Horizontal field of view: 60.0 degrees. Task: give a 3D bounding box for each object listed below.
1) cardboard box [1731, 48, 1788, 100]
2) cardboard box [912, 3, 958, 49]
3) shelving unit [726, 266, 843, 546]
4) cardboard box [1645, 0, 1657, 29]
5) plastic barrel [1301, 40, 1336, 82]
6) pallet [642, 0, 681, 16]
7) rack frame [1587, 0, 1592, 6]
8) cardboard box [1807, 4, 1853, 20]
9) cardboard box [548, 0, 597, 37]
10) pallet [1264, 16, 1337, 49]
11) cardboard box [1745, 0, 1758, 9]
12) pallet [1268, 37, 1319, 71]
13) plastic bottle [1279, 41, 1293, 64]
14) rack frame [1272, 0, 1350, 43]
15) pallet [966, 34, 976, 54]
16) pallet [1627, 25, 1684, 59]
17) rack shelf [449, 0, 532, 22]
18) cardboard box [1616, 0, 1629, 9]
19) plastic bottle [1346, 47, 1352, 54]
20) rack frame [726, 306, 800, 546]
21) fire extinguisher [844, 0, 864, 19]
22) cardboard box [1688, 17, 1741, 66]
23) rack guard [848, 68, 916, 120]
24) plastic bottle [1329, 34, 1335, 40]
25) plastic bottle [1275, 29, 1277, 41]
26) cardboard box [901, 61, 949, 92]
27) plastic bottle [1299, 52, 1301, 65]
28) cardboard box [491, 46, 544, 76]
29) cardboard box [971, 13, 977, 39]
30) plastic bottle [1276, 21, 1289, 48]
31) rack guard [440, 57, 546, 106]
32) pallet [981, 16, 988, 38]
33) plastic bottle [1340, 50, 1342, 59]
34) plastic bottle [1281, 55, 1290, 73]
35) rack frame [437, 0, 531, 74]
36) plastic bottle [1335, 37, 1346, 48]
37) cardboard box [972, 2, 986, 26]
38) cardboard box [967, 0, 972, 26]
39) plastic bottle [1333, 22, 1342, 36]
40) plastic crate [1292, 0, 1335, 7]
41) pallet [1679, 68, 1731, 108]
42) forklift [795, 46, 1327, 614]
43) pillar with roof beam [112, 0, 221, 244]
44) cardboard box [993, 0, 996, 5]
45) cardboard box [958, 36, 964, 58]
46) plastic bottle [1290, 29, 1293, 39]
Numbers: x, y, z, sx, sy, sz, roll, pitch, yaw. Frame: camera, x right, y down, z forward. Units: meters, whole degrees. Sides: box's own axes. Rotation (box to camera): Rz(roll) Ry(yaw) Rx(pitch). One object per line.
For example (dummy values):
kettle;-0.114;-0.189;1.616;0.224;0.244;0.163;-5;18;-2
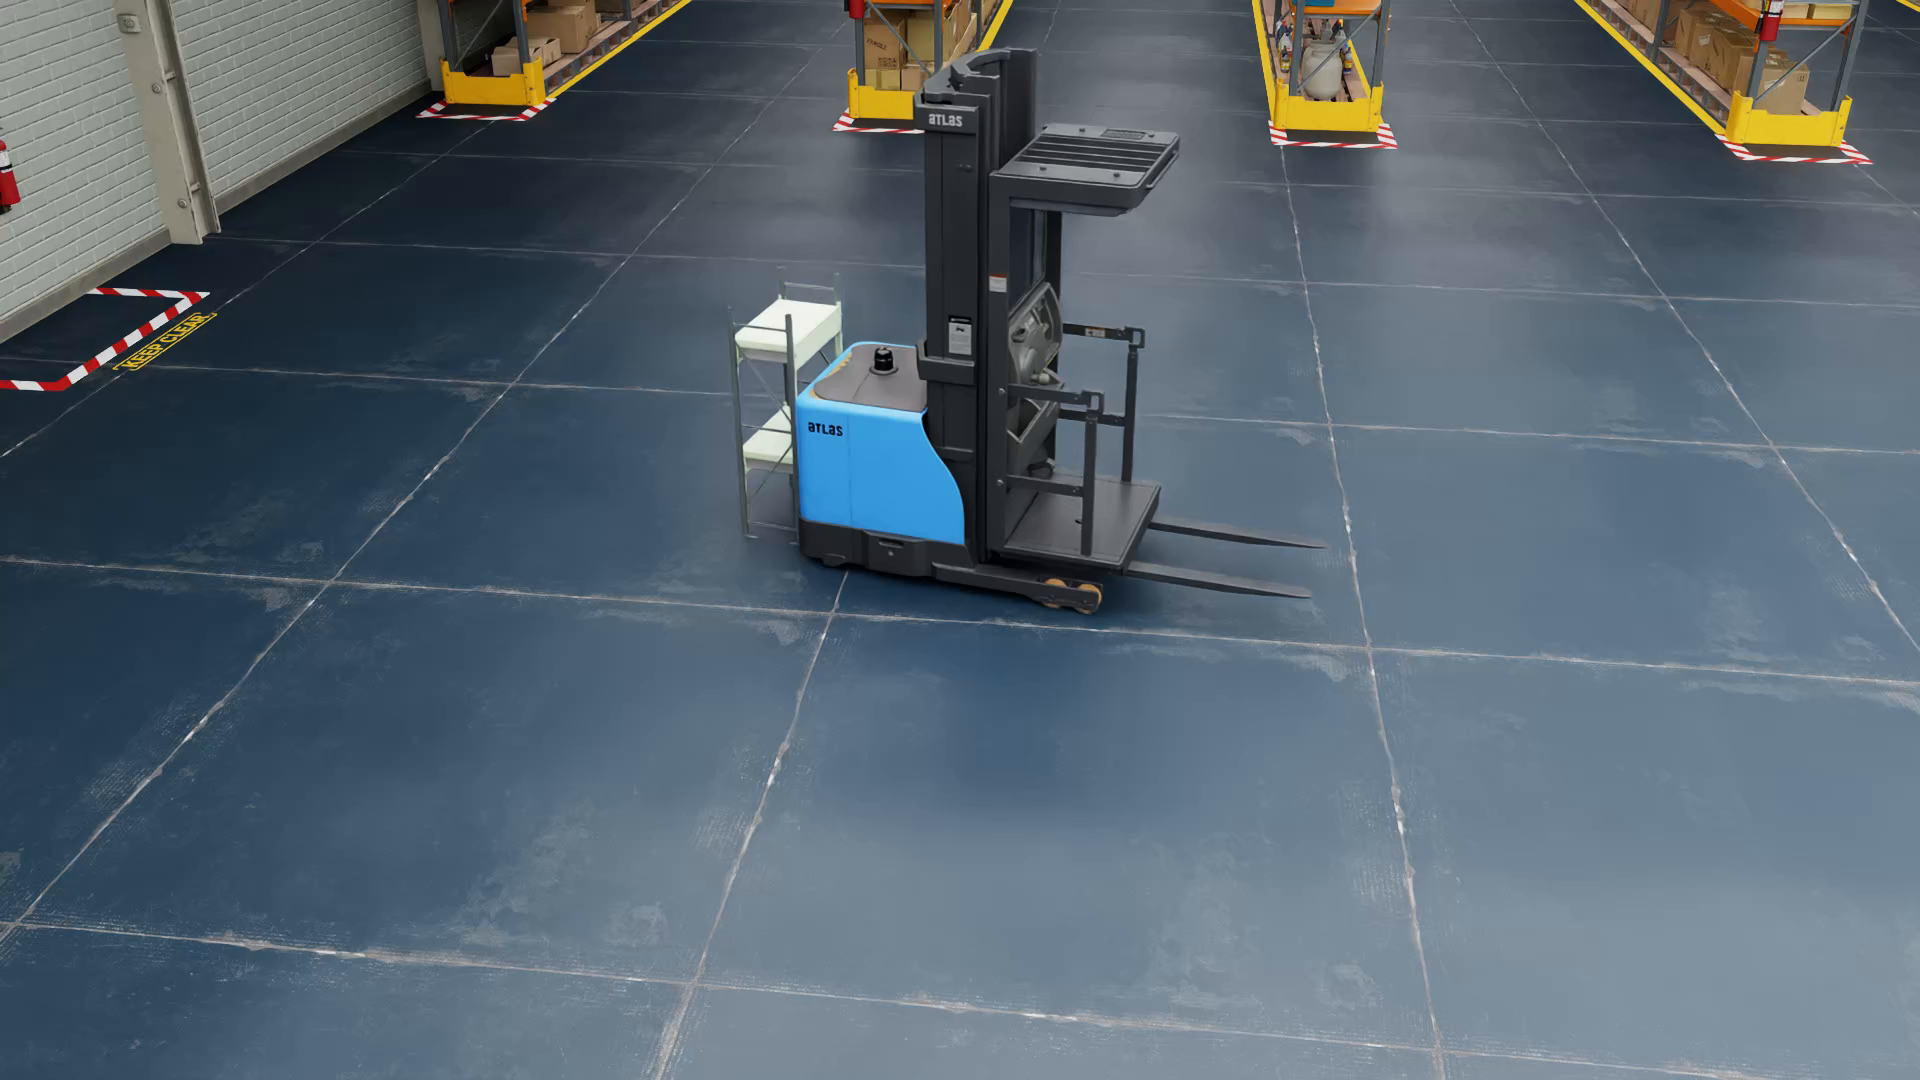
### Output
cardboard box;9.264;-5.386;19.277;0.500;0.500;0.500;11;30;19
cardboard box;-0.305;-6.318;20.480;0.500;0.500;0.500;3;28;6
shelving unit;-1.037;-0.819;10.189;0.431;1.500;0.755;9;30;16
cardboard box;9.796;-7.212;22.646;0.700;0.500;0.500;3;28;6
plastic barrel;4.282;-5.653;19.760;0.421;0.512;0.421;0;28;0
pallet;-4.885;-8.186;25.222;1.003;0.211;1.213;3;28;6
rack frame;10.112;-9.491;24.704;1.000;3.000;0.127;3;28;6
cardboard box;9.403;-5.735;17.997;0.380;0.149;0.250;3;28;6
cardboard box;-5.214;-7.074;22.389;0.500;0.500;0.500;1;28;2
pallet;4.764;-7.040;23.095;1.003;0.211;1.213;3;28;6
cardboard box;8.973;-5.999;18.487;0.380;0.149;0.250;3;28;6
pallet;4.583;-6.354;21.822;1.003;0.211;1.213;3;28;6
plastic bottle;4.081;-6.080;20.780;0.152;0.276;0.135;3;28;5
rack frame;4.706;-7.896;21.743;1.000;3.000;0.127;3;28;6
pallet;-0.348;-6.586;22.252;1.003;0.211;1.213;3;28;6
pallet;9.716;-6.747;22.551;1.003;0.211;1.213;3;28;6
rack shelf;-5.371;-7.213;21.235;1.077;0.370;4.000;3;28;6
cardboard box;9.995;-8.005;24.119;0.700;0.500;0.500;1;28;2
plastic bottle;4.794;-5.951;20.534;0.061;0.283;0.133;4;29;7
rack frame;-1.152;-0.655;9.883;0.400;1.500;0.023;9;30;16
fire extinguisher;-1.175;-6.240;18.751;0.296;0.674;0.183;3;28;6
cardboard box;9.471;-6.236;20.856;0.500;0.500;0.500;13;31;22
rack guard;-0.702;-5.191;19.358;1.175;0.500;0.348;3;28;6
plastic bottle;4.746;-6.325;21.228;0.061;0.283;0.133;3;28;6
plastic bottle;4.220;-6.685;21.983;0.097;0.201;0.097;0;28;0
cardboard box;-0.413;-5.516;19.783;0.500;0.250;0.500;3;28;6
plastic bottle;4.207;-6.048;20.801;0.097;0.201;0.097;0;28;0
cardboard box;-5.442;-5.919;20.445;0.500;0.311;0.500;0;28;0
cardboard box;-0.049;-6.929;22.404;0.500;0.250;0.500;3;28;6
plastic bottle;4.196;-6.567;21.606;0.144;0.351;0.185;4;29;8
rack guard;-5.607;-5.524;19.976;1.175;0.500;0.348;3;28;6
pallet;-0.158;-7.307;23.590;1.003;0.211;1.213;3;28;6
plastic bottle;4.814;-6.065;20.831;0.097;0.201;0.097;0;28;0
plastic bottle;4.006;-5.864;20.459;0.097;0.201;0.097;0;28;0
rack frame;-5.616;-6.588;19.317;1.000;3.000;0.127;3;28;6
plastic bottle;4.827;-6.252;21.099;0.152;0.276;0.135;4;29;7
cardboard box;0.086;-7.335;23.159;0.500;0.250;0.500;3;28;5
cardboard box;-0.122;-7.024;21.791;0.500;0.500;0.500;3;28;6
plastic bottle;4.890;-6.513;21.506;0.144;0.351;0.185;2;28;4
plastic crate;3.981;-6.200;18.753;0.499;0.251;0.616;3;28;6
pallet;9.428;-5.486;20.211;1.003;0.211;1.213;3;28;6
forklift;0.612;-1.154;9.301;3.031;2.935;1.130;9;30;16
pillar with roof beam;-2.851;-6.535;12.892;9.100;9.000;0.400;3;28;6
cardboard box;0.274;-8.059;24.503;0.500;0.250;0.500;4;29;7
cardboard box;-0.227;-6.222;21.093;0.500;0.250;0.500;3;28;6
plastic bottle;4.298;-6.457;21.486;0.097;0.271;0.097;0;28;0
